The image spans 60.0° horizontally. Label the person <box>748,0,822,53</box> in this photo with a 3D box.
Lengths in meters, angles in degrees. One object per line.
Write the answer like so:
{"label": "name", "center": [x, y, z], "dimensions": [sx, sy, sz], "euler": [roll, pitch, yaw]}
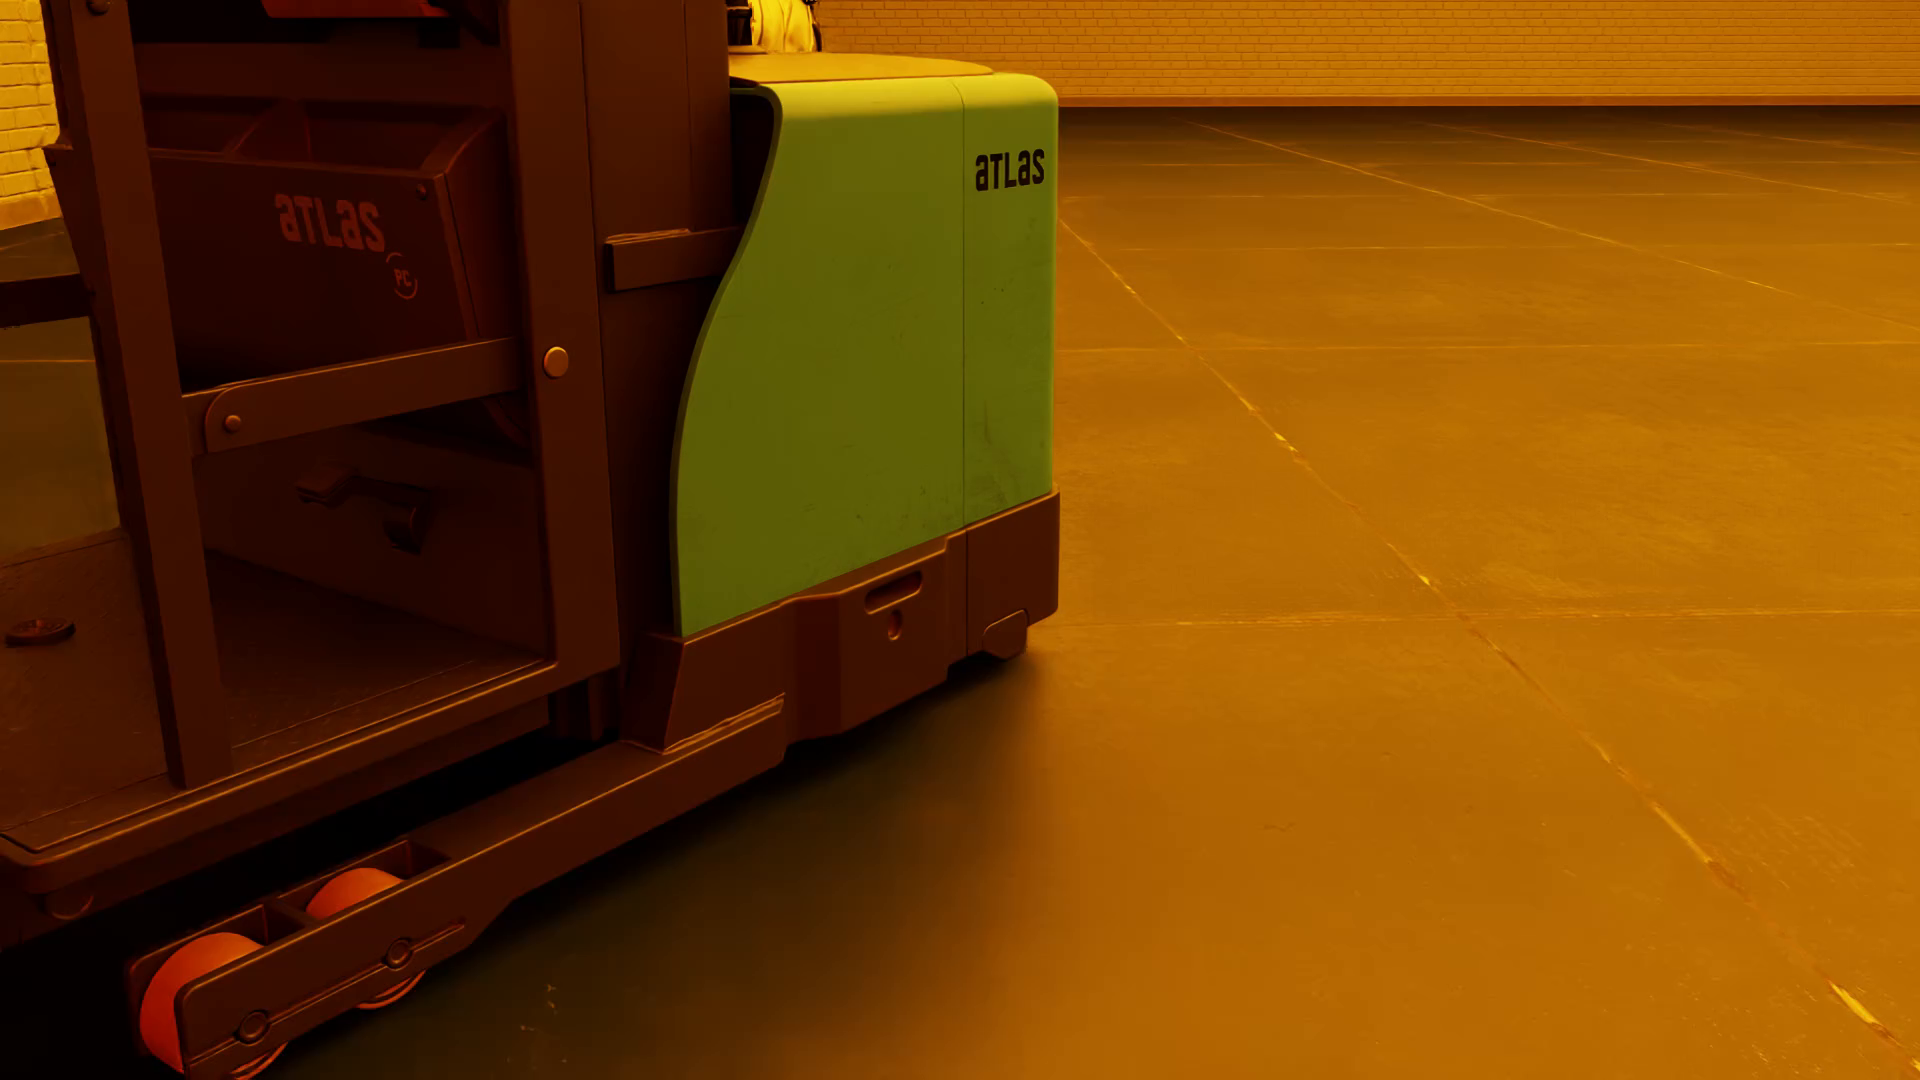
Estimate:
{"label": "person", "center": [-0.541, -0.981, 4.381], "dimensions": [0.418, 1.632, 0.801], "euler": [9, 19, 27]}

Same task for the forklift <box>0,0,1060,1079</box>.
{"label": "forklift", "center": [-1.079, -0.942, 1.988], "dimensions": [1.130, 2.935, 3.031], "euler": [12, 21, 34]}
